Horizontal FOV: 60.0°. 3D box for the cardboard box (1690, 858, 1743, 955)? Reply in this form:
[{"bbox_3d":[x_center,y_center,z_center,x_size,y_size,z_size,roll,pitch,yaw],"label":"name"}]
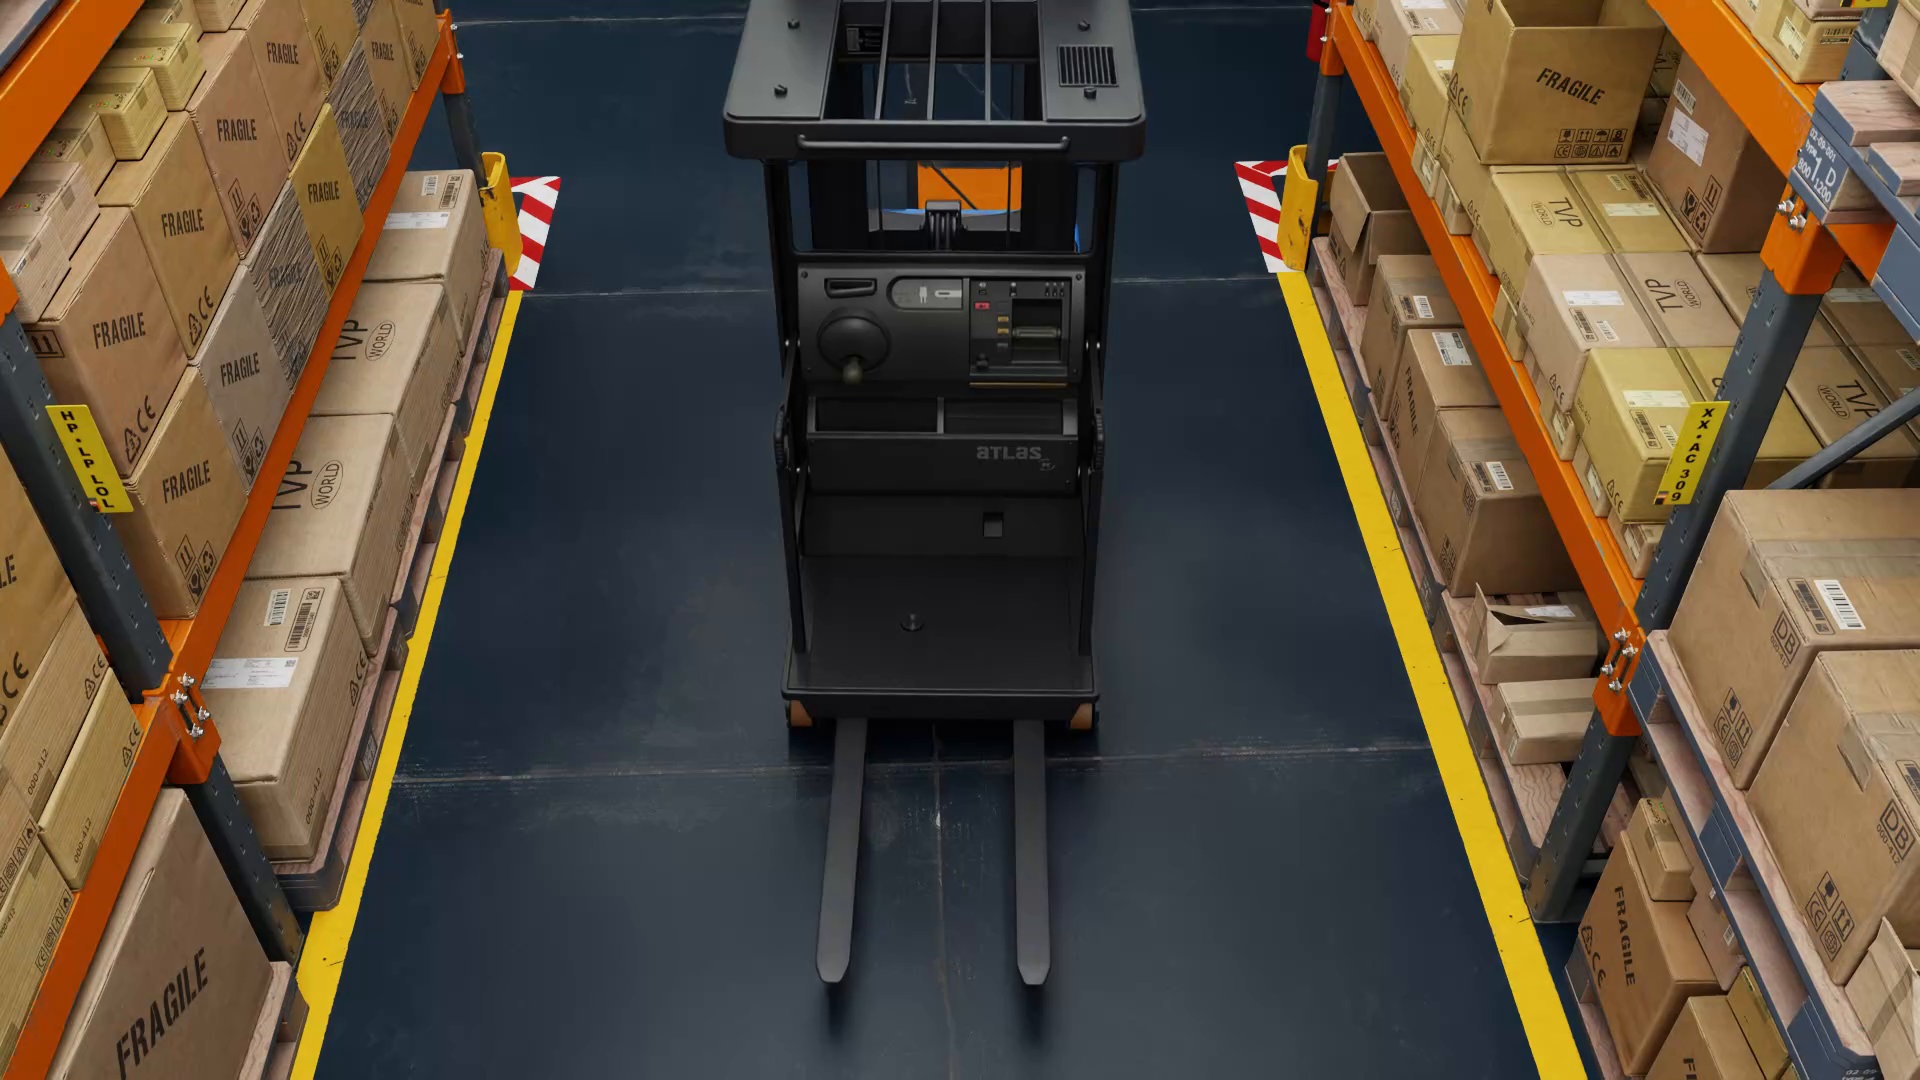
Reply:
[{"bbox_3d":[2.164,0.928,4.357,0.380,0.149,0.250,-4,43,-4],"label":"cardboard box"}]

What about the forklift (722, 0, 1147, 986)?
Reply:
[{"bbox_3d":[-0.061,-0.613,5.250,1.130,2.935,3.031,1,43,1],"label":"forklift"}]

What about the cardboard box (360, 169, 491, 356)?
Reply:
[{"bbox_3d":[-2.645,-1.237,7.465,0.875,0.438,0.875,-3,43,-3],"label":"cardboard box"}]

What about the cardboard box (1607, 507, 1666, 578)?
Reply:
[{"bbox_3d":[2.090,-0.029,4.748,0.380,0.149,0.250,-1,43,-1],"label":"cardboard box"}]

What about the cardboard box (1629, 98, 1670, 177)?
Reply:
[{"bbox_3d":[2.529,-1.330,5.872,0.500,0.250,0.500,-2,43,-2],"label":"cardboard box"}]

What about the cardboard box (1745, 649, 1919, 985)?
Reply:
[{"bbox_3d":[2.175,0.577,3.516,0.700,0.500,0.500,-1,43,-1],"label":"cardboard box"}]

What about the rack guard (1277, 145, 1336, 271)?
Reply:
[{"bbox_3d":[2.189,-1.641,8.171,1.175,0.500,0.348,-2,43,-2],"label":"rack guard"}]

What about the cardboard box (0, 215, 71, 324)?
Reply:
[{"bbox_3d":[-2.357,-0.634,3.928,0.380,0.149,0.250,-2,43,-2],"label":"cardboard box"}]

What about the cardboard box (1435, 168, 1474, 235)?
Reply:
[{"bbox_3d":[1.962,-1.243,6.073,0.380,0.149,0.250,-1,43,-1],"label":"cardboard box"}]

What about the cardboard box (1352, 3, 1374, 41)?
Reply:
[{"bbox_3d":[1.926,-2.292,7.216,0.380,0.149,0.250,-2,43,-2],"label":"cardboard box"}]

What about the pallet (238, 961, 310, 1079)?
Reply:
[{"bbox_3d":[-2.495,1.778,4.654,1.003,0.211,1.213,-2,43,-2],"label":"pallet"}]

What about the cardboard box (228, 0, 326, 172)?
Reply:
[{"bbox_3d":[-2.426,-1.531,5.386,0.500,0.500,0.500,-2,43,-2],"label":"cardboard box"}]

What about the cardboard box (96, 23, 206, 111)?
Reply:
[{"bbox_3d":[-2.369,-1.328,4.684,0.380,0.149,0.250,-3,43,-3],"label":"cardboard box"}]

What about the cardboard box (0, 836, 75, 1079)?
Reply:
[{"bbox_3d":[-2.312,0.926,3.631,0.500,0.250,0.500,-2,43,-2],"label":"cardboard box"}]

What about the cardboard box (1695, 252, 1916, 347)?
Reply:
[{"bbox_3d":[2.576,-0.649,5.129,0.500,0.250,0.500,-2,43,-2],"label":"cardboard box"}]

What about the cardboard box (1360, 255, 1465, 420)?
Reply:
[{"bbox_3d":[2.115,-0.854,7.001,0.700,0.500,0.500,0,43,0],"label":"cardboard box"}]

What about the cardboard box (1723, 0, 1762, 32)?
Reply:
[{"bbox_3d":[2.038,-1.327,3.943,0.380,0.149,0.250,-2,43,-2],"label":"cardboard box"}]

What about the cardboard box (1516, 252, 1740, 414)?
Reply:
[{"bbox_3d":[2.054,-0.643,5.122,0.500,0.250,0.500,-2,43,-2],"label":"cardboard box"}]

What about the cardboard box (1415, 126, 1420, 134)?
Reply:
[{"bbox_3d":[1.995,-1.593,6.454,0.380,0.149,0.250,-1,43,-1],"label":"cardboard box"}]

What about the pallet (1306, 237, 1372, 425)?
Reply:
[{"bbox_3d":[2.224,-0.997,7.681,1.003,0.211,1.213,-2,43,-2],"label":"pallet"}]

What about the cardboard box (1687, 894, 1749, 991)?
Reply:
[{"bbox_3d":[2.194,1.048,4.445,0.380,0.149,0.250,-3,43,-3],"label":"cardboard box"}]

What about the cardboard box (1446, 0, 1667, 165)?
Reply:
[{"bbox_3d":[2.000,-1.618,5.631,0.500,0.500,0.500,-1,43,-1],"label":"cardboard box"}]

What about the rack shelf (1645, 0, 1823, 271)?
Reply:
[{"bbox_3d":[2.271,-2.105,5.139,1.077,0.370,4.000,-2,43,-2],"label":"rack shelf"}]

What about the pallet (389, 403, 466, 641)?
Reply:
[{"bbox_3d":[-2.612,-0.082,6.683,1.003,0.211,1.213,-2,43,-2],"label":"pallet"}]

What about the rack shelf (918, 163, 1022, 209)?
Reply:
[{"bbox_3d":[0.047,-1.340,7.368,0.538,0.185,1.000,1,43,1],"label":"rack shelf"}]

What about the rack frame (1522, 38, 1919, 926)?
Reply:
[{"bbox_3d":[2.356,0.086,4.436,1.000,3.000,0.127,-2,43,-2],"label":"rack frame"}]

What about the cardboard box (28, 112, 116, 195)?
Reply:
[{"bbox_3d":[-2.437,-0.978,4.303,0.380,0.149,0.250,-2,43,-2],"label":"cardboard box"}]

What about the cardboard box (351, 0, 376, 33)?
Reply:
[{"bbox_3d":[-2.463,-2.204,6.121,0.500,0.500,0.500,-2,43,-2],"label":"cardboard box"}]

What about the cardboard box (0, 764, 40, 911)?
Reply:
[{"bbox_3d":[-2.313,0.730,3.475,0.500,0.250,0.500,-1,43,-1],"label":"cardboard box"}]

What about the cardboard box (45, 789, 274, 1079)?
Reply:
[{"bbox_3d":[-2.497,1.276,4.400,0.875,0.875,0.875,0,43,0],"label":"cardboard box"}]

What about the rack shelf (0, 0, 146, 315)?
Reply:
[{"bbox_3d":[-2.688,-1.960,4.980,1.077,0.370,4.000,-2,43,-2],"label":"rack shelf"}]

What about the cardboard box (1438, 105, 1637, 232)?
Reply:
[{"bbox_3d":[2.025,-1.327,5.869,0.500,0.250,0.500,-3,43,-3],"label":"cardboard box"}]

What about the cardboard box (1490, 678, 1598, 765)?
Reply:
[{"bbox_3d":[2.039,0.615,5.659,0.380,0.149,0.250,-3,43,-3],"label":"cardboard box"}]

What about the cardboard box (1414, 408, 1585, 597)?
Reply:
[{"bbox_3d":[2.159,-0.153,6.236,0.700,0.500,0.500,-3,43,-3],"label":"cardboard box"}]

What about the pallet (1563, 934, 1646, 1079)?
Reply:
[{"bbox_3d":[2.428,1.662,4.780,1.003,0.211,1.213,-2,43,-2],"label":"pallet"}]

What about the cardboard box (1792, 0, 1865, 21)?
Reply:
[{"bbox_3d":[2.085,-1.392,3.720,0.500,0.250,0.500,-1,43,-2],"label":"cardboard box"}]

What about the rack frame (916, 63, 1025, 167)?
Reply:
[{"bbox_3d":[0.054,-1.816,7.621,0.500,1.500,0.032,1,43,1],"label":"rack frame"}]

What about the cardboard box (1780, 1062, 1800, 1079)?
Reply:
[{"bbox_3d":[2.242,1.406,4.055,0.380,0.149,0.250,-2,43,-3],"label":"cardboard box"}]

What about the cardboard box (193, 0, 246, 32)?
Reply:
[{"bbox_3d":[-2.403,-1.663,5.050,0.380,0.149,0.250,-2,43,-2],"label":"cardboard box"}]

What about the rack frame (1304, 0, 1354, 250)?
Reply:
[{"bbox_3d":[2.186,-2.614,7.382,1.000,3.000,0.127,-2,43,-2],"label":"rack frame"}]

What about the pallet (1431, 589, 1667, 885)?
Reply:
[{"bbox_3d":[2.327,0.651,5.884,1.003,0.211,1.213,-2,43,-2],"label":"pallet"}]

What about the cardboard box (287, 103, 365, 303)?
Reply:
[{"bbox_3d":[-2.415,-1.154,5.715,0.500,0.500,0.500,0,43,-1],"label":"cardboard box"}]

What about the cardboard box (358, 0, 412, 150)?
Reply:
[{"bbox_3d":[-2.482,-1.849,6.473,0.500,0.500,0.500,-2,43,-3],"label":"cardboard box"}]

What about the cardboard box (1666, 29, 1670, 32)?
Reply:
[{"bbox_3d":[2.491,-2.017,6.622,0.500,0.250,0.500,-2,43,-2],"label":"cardboard box"}]

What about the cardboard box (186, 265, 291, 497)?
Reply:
[{"bbox_3d":[-2.379,-0.470,4.969,0.500,0.500,0.500,-1,43,-2],"label":"cardboard box"}]

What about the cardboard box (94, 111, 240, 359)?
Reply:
[{"bbox_3d":[-2.397,-0.844,4.637,0.500,0.500,0.500,-2,43,-2],"label":"cardboard box"}]

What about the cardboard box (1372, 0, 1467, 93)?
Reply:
[{"bbox_3d":[1.958,-2.014,6.618,0.500,0.250,0.500,-1,43,-1],"label":"cardboard box"}]

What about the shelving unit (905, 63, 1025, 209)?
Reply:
[{"bbox_3d":[0.048,-1.478,7.253,0.587,1.500,1.083,1,43,1],"label":"shelving unit"}]

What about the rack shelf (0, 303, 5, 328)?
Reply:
[{"bbox_3d":[-2.518,0.741,2.034,1.077,0.370,4.000,-2,43,-2],"label":"rack shelf"}]

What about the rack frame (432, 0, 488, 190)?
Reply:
[{"bbox_3d":[-2.773,-2.469,7.224,1.000,3.000,0.127,-2,43,-2],"label":"rack frame"}]

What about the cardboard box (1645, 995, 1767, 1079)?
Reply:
[{"bbox_3d":[2.184,1.545,4.384,0.500,0.500,0.500,-2,43,-2],"label":"cardboard box"}]

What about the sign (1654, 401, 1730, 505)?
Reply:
[{"bbox_3d":[1.814,-0.212,4.121,0.100,0.325,0.005,-2,43,-2],"label":"sign"}]

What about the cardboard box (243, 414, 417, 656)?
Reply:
[{"bbox_3d":[-2.561,-0.010,6.127,0.875,0.438,0.875,-3,43,-3],"label":"cardboard box"}]

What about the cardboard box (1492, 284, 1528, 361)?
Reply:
[{"bbox_3d":[1.999,-0.729,5.511,0.380,0.149,0.250,-2,43,-2],"label":"cardboard box"}]

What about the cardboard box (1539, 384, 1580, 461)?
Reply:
[{"bbox_3d":[2.022,-0.379,5.130,0.380,0.149,0.250,-1,43,-1],"label":"cardboard box"}]

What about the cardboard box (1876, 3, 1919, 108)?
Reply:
[{"bbox_3d":[1.971,-0.905,3.099,0.380,0.149,0.250,-1,43,-1],"label":"cardboard box"}]

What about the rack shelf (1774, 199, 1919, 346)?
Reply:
[{"bbox_3d":[2.441,0.596,2.193,1.077,0.370,4.000,-2,43,-2],"label":"rack shelf"}]
